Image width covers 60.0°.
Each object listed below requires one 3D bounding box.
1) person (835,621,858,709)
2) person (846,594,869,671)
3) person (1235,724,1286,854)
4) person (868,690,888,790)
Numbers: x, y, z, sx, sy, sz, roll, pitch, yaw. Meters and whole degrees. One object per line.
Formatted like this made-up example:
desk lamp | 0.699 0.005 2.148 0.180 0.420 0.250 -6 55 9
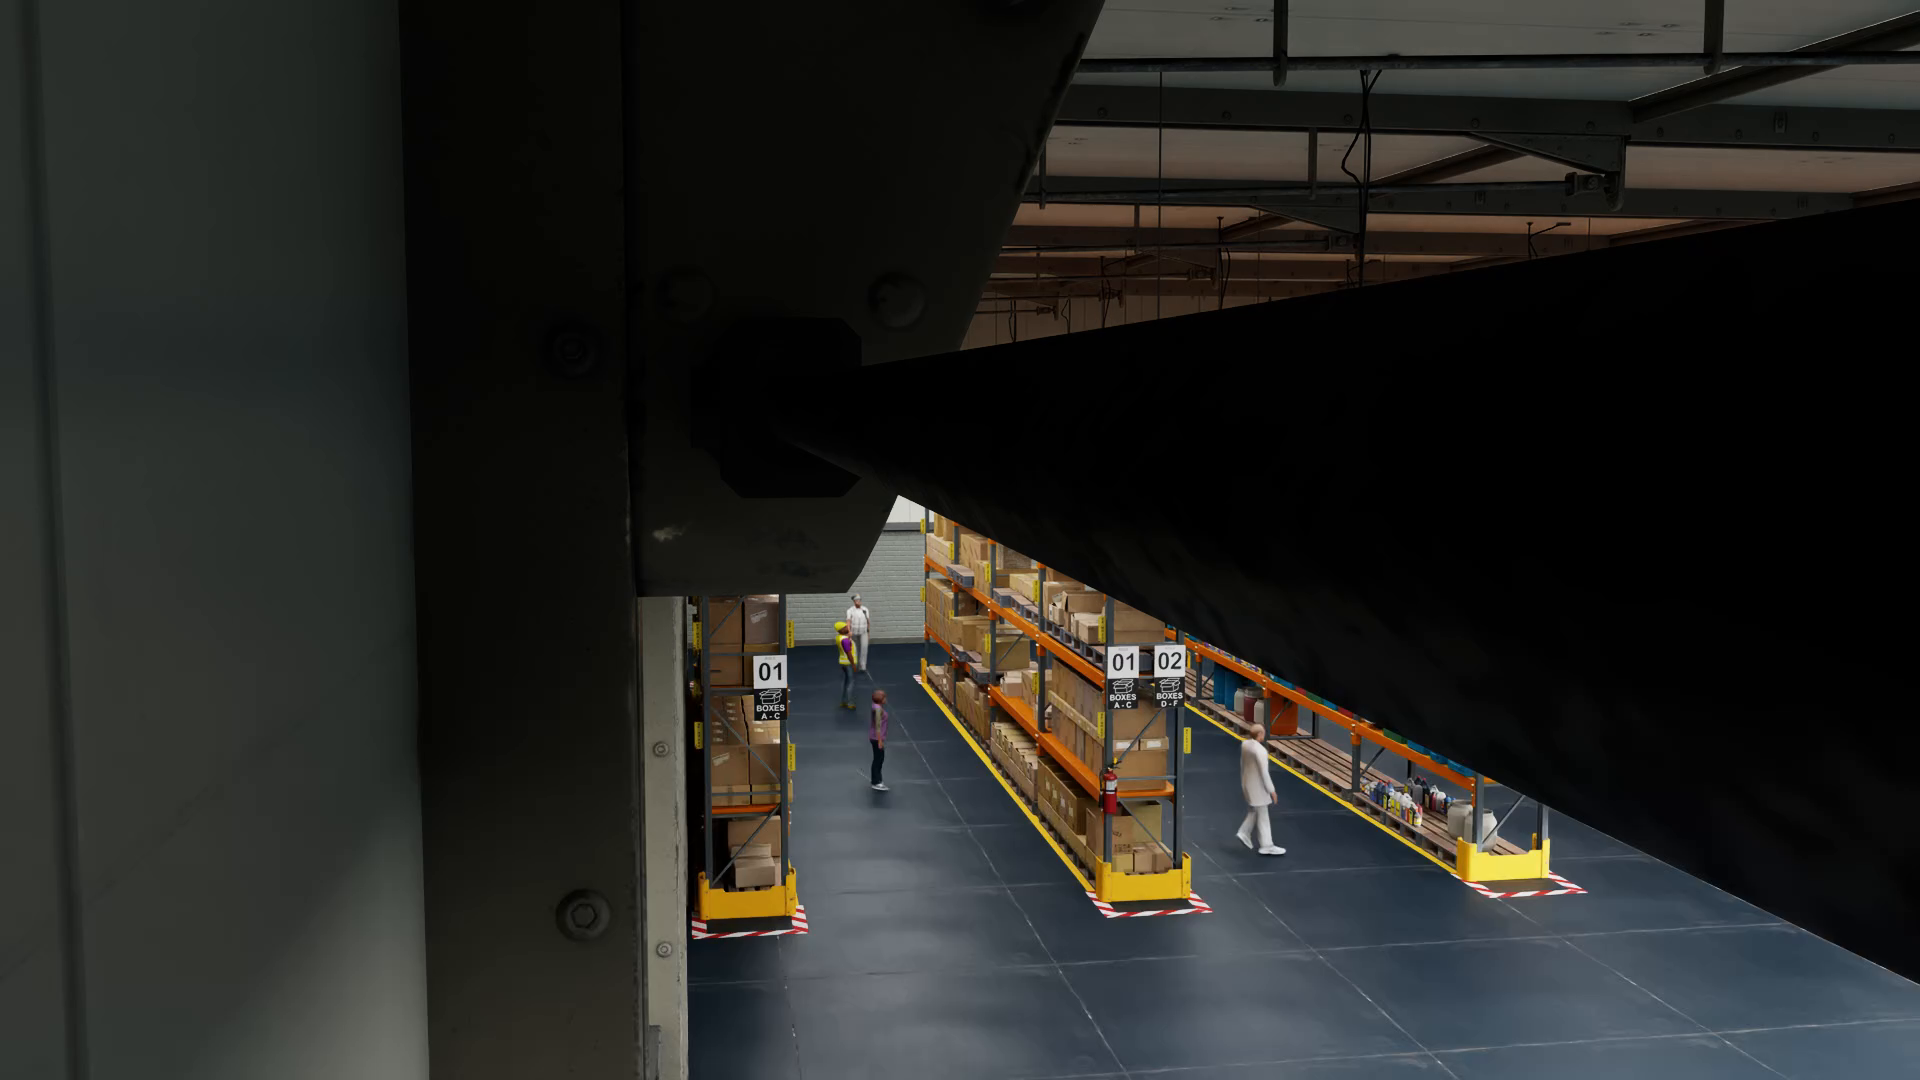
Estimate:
person | -2.220 2.509 33.476 0.532 1.750 0.620 -3 6 -34
person | -2.346 2.102 38.038 0.523 1.724 1.052 0 5 -1
person | 4.121 3.422 22.965 0.621 1.788 0.717 -1 5 -15
person | -1.311 3.221 26.660 0.325 1.661 0.482 0 5 -5
